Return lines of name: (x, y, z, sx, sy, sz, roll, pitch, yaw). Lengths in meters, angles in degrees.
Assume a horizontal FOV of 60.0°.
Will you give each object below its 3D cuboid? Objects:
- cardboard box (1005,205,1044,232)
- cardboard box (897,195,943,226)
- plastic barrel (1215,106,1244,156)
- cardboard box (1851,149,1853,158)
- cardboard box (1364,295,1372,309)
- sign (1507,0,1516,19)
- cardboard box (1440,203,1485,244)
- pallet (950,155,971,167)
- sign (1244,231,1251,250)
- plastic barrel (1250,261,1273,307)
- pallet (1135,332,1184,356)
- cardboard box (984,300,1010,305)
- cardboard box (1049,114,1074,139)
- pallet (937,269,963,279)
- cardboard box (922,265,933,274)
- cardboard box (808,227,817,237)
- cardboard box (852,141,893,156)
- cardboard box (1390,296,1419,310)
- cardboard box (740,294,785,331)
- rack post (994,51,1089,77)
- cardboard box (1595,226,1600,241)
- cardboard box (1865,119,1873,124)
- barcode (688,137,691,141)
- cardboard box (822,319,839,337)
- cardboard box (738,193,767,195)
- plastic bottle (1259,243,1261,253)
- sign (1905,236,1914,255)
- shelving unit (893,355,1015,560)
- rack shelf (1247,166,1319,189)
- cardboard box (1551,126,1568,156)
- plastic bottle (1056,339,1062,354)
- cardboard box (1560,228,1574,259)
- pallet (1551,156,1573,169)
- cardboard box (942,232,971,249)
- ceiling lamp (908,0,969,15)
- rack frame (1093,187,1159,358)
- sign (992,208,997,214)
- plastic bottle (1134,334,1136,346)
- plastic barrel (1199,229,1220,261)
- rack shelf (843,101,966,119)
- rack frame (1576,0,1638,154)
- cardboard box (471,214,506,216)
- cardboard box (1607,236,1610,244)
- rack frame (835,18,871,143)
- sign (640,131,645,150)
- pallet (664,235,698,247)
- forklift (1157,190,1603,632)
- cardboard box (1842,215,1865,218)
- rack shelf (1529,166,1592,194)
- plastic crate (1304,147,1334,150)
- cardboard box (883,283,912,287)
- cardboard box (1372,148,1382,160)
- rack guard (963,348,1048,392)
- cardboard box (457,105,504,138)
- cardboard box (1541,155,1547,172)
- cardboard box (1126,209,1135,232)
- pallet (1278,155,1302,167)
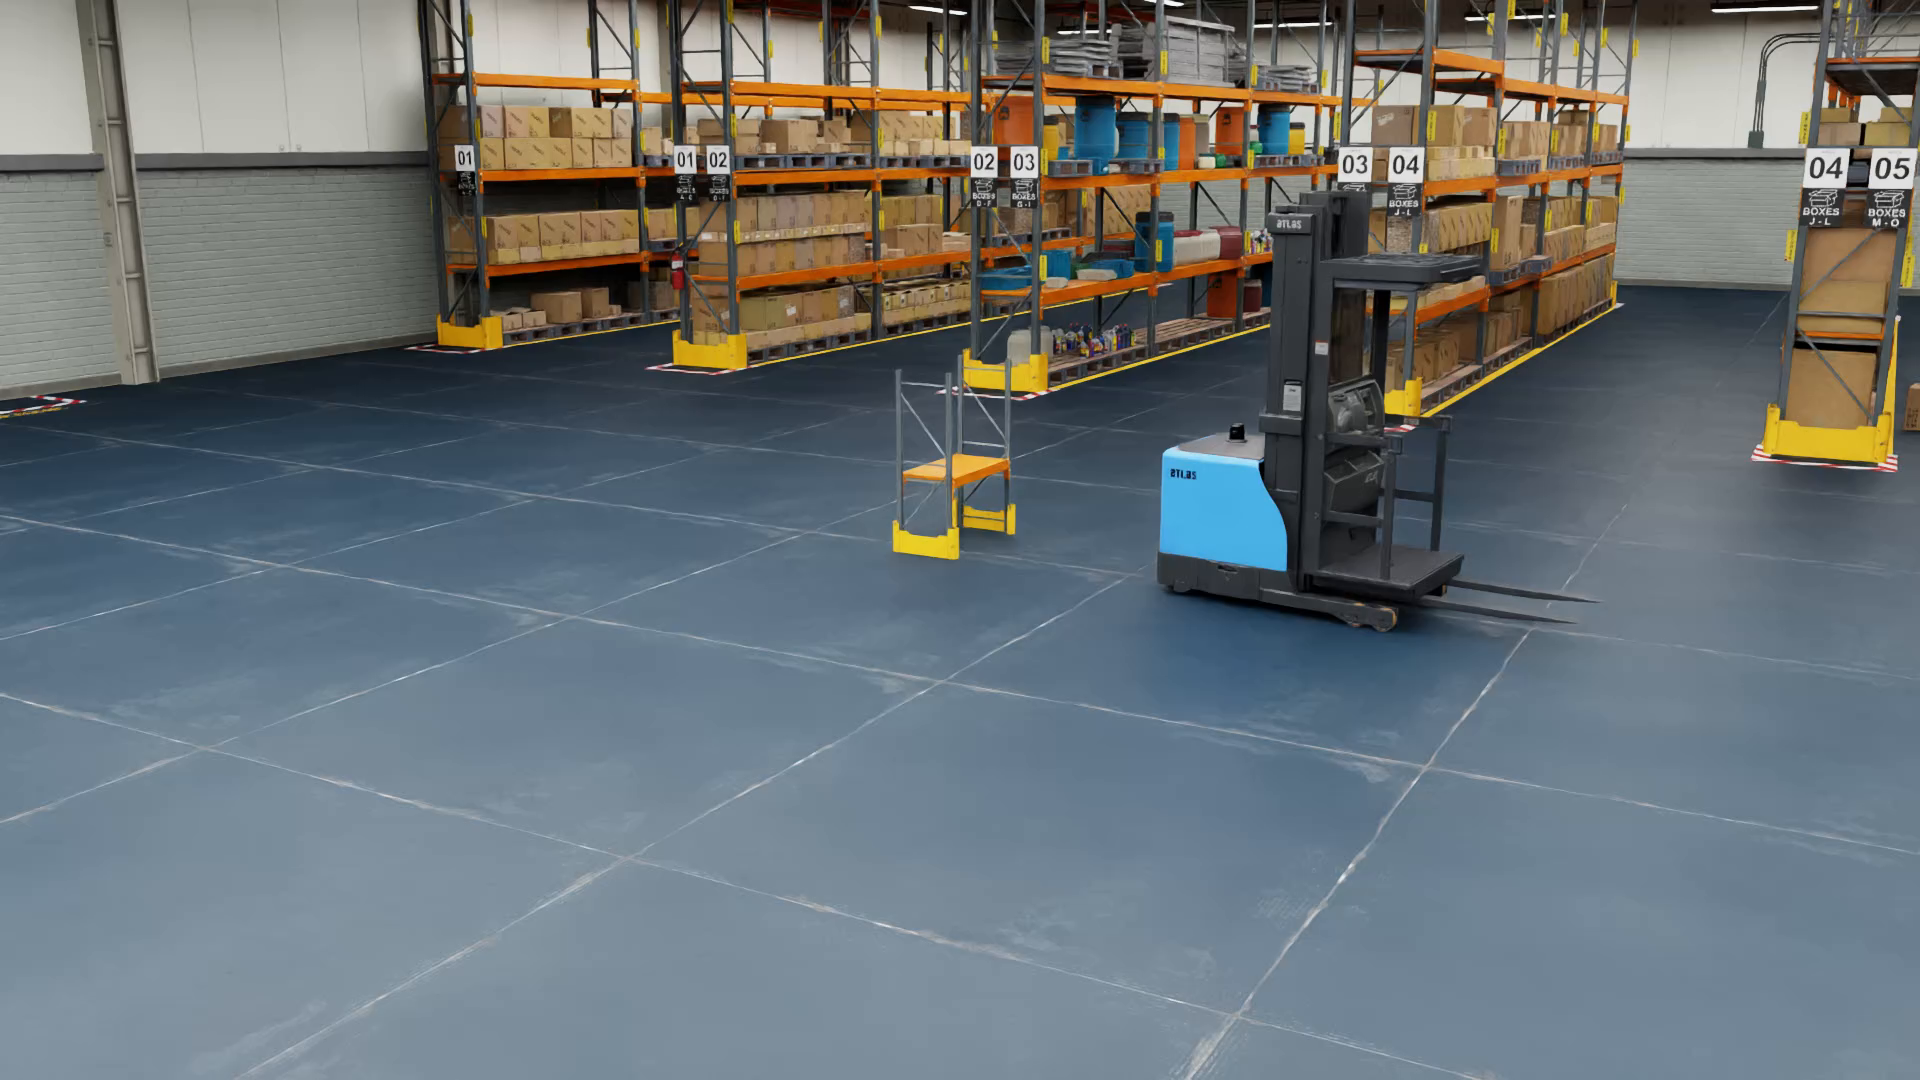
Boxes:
cardboard box: (1.281, -6.415, 33.134, 0.700, 0.500, 0.500, 3, 14, 14)
cardboard box: (-0.904, -7.803, 39.358, 0.980, 0.700, 0.700, 7, 15, 28)
plastic barrel: (4.758, -7.137, 29.023, 0.600, 0.830, 0.708, 7, 15, 28)
cardboard box: (10.336, -4.582, 19.665, 0.380, 0.149, 0.250, 7, 15, 27)
cardboard box: (4.907, -2.907, 20.226, 0.380, 0.149, 0.250, 7, 15, 28)
sign: (7.349, -7.111, 22.169, 0.100, 0.325, 0.005, 7, 15, 28)
cardboard box: (6.666, -4.221, 22.159, 0.500, 0.500, 0.500, 7, 15, 28)
pallet: (-0.103, -6.928, 30.375, 1.213, 0.211, 1.003, 8, 16, 31)
sign: (4.966, -5.168, 28.721, 0.100, 0.325, 0.005, 7, 15, 28)
plastic barrel: (5.795, -4.899, 31.536, 0.600, 0.901, 0.708, 7, 15, 28)
pallet: (2.893, -3.139, 26.602, 1.003, 0.211, 1.213, 7, 15, 28)
cardboard box: (0.617, -4.771, 31.818, 0.500, 0.500, 0.500, 8, 16, 30)
cardboard box: (2.282, -8.629, 34.679, 0.700, 0.500, 0.500, 7, 15, 28)
pallet: (-0.642, -6.385, 40.066, 1.003, 0.211, 1.213, 7, 15, 28)
cardboard box: (-1.059, -6.541, 39.204, 0.700, 0.500, 0.500, 7, 15, 26)
cardboard box: (-2.471, -4.859, 26.193, 0.380, 0.149, 0.250, 8, 16, 30)
cardboard box: (-1.480, -6.606, 28.056, 0.500, 0.250, 0.500, 9, 16, 34)
cardboard box: (5.296, -2.856, 20.017, 0.380, 0.149, 0.250, 7, 15, 28)
cardboard box: (-3.026, -3.490, 25.479, 0.500, 0.500, 0.500, 7, 15, 28)
rack post: (1.091, -6.322, 22.124, 0.937, 0.300, 0.954, 9, 16, 34)
cardboard box: (11.697, -5.756, 31.193, 0.500, 0.250, 0.500, 8, 16, 29)
cardboard box: (13.078, -5.997, 24.261, 0.396, 0.266, 0.258, 7, 15, 28)
barcode: (-3.997, -5.927, 24.580, 0.001, 0.075, 0.075, 7, 15, 28)
cardboard box: (-2.299, -3.433, 26.842, 0.500, 0.250, 0.500, 7, 15, 28)
cardboard box: (-4.199, -6.962, 34.020, 0.500, 0.250, 0.500, 8, 16, 30)
plastic bottle: (5.342, -5.248, 29.825, 0.097, 0.201, 0.097, 0, 14, 0)
sign: (11.663, -3.582, 20.474, 0.100, 0.325, 0.005, 7, 15, 28)
shelving unit: (-0.037, -0.713, 13.793, 0.587, 1.500, 1.083, 7, 15, 28)
rack shelf: (5.448, -6.668, 30.428, 1.077, 0.370, 4.000, 7, 15, 28)
cardboard box: (9.786, -6.722, 28.001, 0.797, 0.503, 0.637, 7, 15, 27)
plastic bottle: (1.449, -2.855, 24.507, 0.097, 0.201, 0.097, 0, 14, 0)
cardboard box: (10.272, -5.122, 28.665, 0.500, 0.500, 0.500, 7, 15, 27)
pallet: (9.620, -6.323, 27.862, 1.003, 0.211, 1.213, 8, 16, 31)
cardboard box: (-0.067, -5.598, 31.045, 0.500, 0.311, 0.500, 9, 16, 32)
ceiling lamp: (-0.205, -12.357, 33.637, 0.800, 3.185, 2.000, 7, 15, 28)
rack frame: (2.548, -4.329, 25.589, 1.000, 3.000, 0.127, 7, 15, 28)
sign: (0.635, -6.212, 30.930, 0.100, 0.325, 0.005, 7, 15, 28)
plastic bottle: (2.645, -3.072, 25.410, 0.097, 0.201, 0.097, 0, 14, 0)
plastic barrel: (4.171, -4.968, 28.004, 0.421, 0.512, 0.421, 0, 14, 0)
rack shelf: (-1.291, -9.875, 38.183, 1.077, 0.370, 4.000, 7, 15, 28)
rack frame: (12.684, -9.146, 32.770, 1.000, 3.000, 0.127, 7, 15, 28)
cardboard box: (-7.765, -5.155, 27.693, 0.500, 0.500, 0.500, 8, 16, 29)
cardboard box: (12.432, -5.841, 32.397, 0.380, 0.149, 0.250, 8, 16, 29)
rack frame: (-2.257, -10.009, 36.350, 1.000, 3.000, 0.127, 7, 15, 28)
sign: (-5.646, -7.101, 29.584, 0.100, 0.325, 0.005, 7, 15, 28)
pallet: (-5.112, -5.768, 31.967, 1.003, 0.211, 1.213, 7, 15, 28)
forklift: (2.972, -0.936, 11.664, 3.031, 2.935, 1.130, 9, 16, 34)
cardboard box: (10.804, -3.585, 19.879, 0.875, 0.550, 0.550, 7, 15, 28)
rack shelf: (9.784, -6.107, 28.100, 1.077, 0.370, 4.000, 7, 15, 28)
plastic crate: (7.370, -7.936, 34.286, 0.504, 0.338, 0.767, 7, 15, 28)
cardboard box: (-1.106, -4.459, 29.902, 0.500, 0.311, 0.500, 7, 15, 27)
cardboard box: (4.811, -4.618, 19.859, 0.380, 0.149, 0.250, 7, 15, 28)
rack guard: (0.610, -2.314, 22.564, 1.175, 0.500, 0.348, 7, 15, 28)
cardboard box: (-7.660, -6.685, 26.572, 0.500, 0.500, 0.500, 6, 15, 24)
cardboard box: (8.802, -5.848, 25.811, 0.500, 0.250, 0.500, 7, 15, 28)
cardboard box: (3.542, -7.070, 36.746, 0.500, 0.500, 0.500, 8, 15, 28)
pallet: (5.576, -6.932, 30.388, 1.003, 0.211, 1.213, 7, 15, 28)
